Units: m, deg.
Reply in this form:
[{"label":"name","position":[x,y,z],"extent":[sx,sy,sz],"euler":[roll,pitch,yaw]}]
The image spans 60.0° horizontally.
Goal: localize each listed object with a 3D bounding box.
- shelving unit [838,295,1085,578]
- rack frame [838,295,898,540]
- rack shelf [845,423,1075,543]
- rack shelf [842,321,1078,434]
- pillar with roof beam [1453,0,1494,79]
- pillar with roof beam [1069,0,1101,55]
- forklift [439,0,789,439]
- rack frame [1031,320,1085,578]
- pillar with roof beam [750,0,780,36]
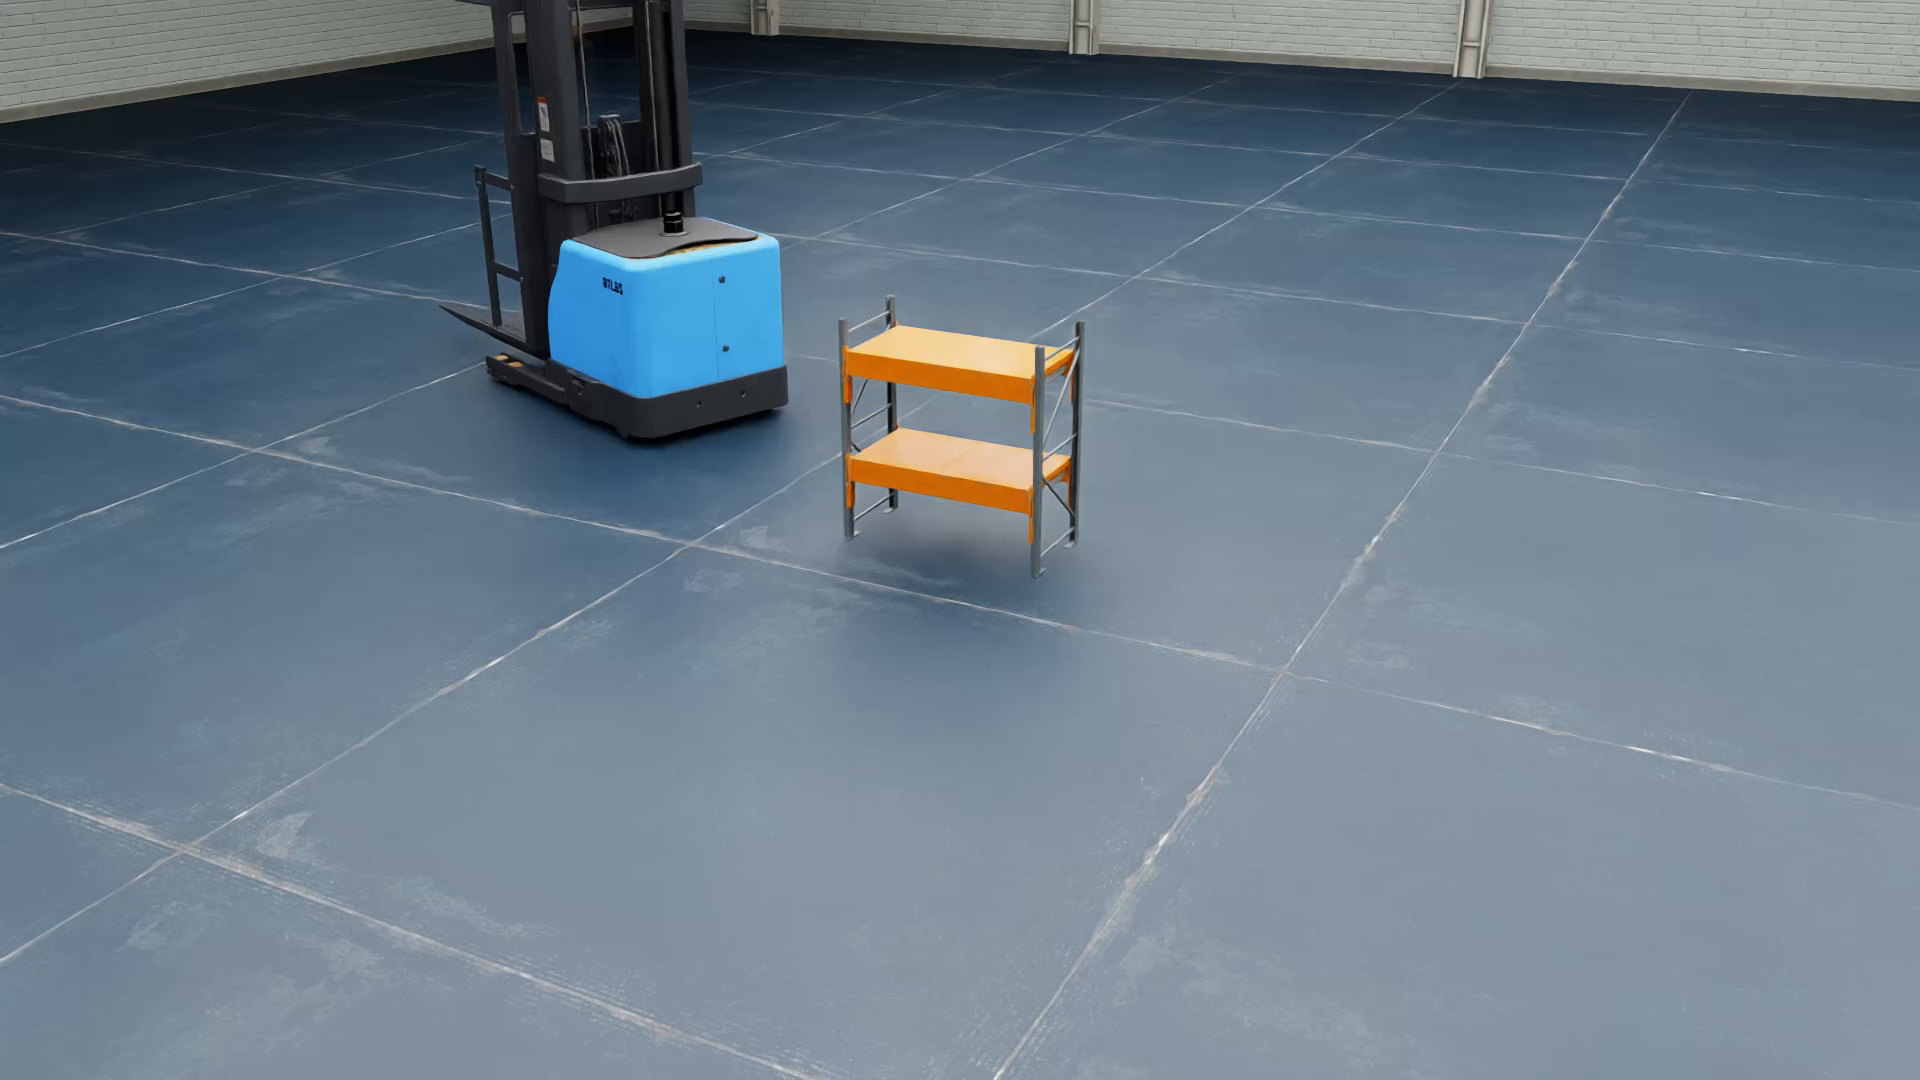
[{"label":"shelving unit","position":[0.006,-0.516,8.027],"extent":[1.048,1.125,0.538],"euler":[11,25,25]},{"label":"rack frame","position":[-0.448,-0.606,8.238],"extent":[0.032,1.125,0.500],"euler":[11,25,25]},{"label":"rack shelf","position":[0.006,-0.291,8.123],"extent":[1.000,0.278,0.538],"euler":[11,25,25]},{"label":"rack shelf","position":[0.006,-0.786,7.913],"extent":[1.000,0.278,0.538],"euler":[11,25,25]},{"label":"pillar with roof beam","position":[5.386,-9.315,18.655],"extent":[0.400,9.000,9.100],"euler":[11,25,25]},{"label":"pillar with roof beam","position":[0.031,-10.374,21.146],"extent":[0.400,9.000,9.100],"euler":[11,25,25]},{"label":"forklift","position":[-2.377,-2.423,10.202],"extent":[1.130,2.935,3.031],"euler":[-19,29,-37]},{"label":"rack frame","position":[0.460,-0.427,7.816],"extent":[0.032,1.125,0.500],"euler":[11,25,25]},{"label":"pillar with roof beam","position":[-5.324,-11.434,23.637],"extent":[0.400,9.000,9.100],"euler":[11,25,25]}]
